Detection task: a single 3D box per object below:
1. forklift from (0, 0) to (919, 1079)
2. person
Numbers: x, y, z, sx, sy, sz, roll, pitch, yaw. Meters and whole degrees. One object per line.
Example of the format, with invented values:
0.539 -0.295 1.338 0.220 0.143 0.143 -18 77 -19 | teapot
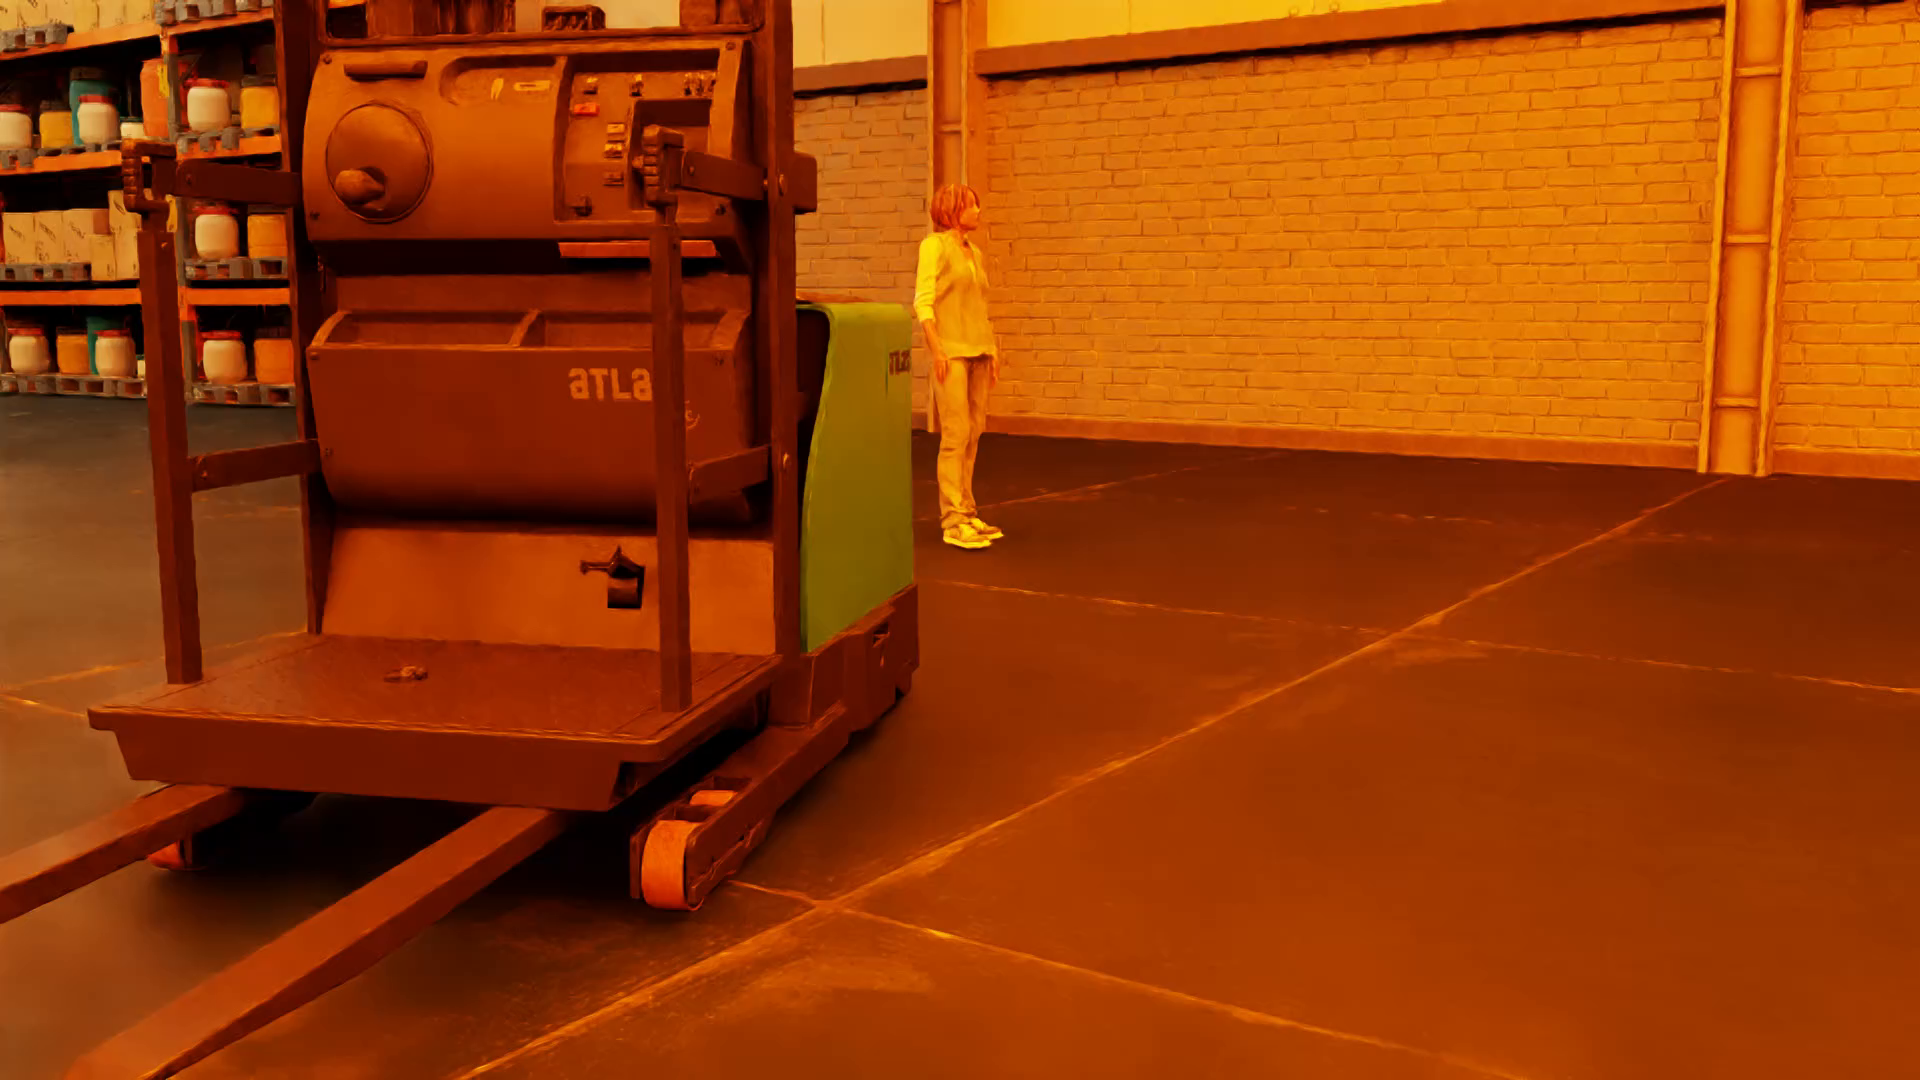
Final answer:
-0.929 -0.847 3.145 1.130 2.935 3.031 2 8 12 | forklift
0.054 -0.790 7.438 0.474 1.597 0.521 5 10 34 | person
